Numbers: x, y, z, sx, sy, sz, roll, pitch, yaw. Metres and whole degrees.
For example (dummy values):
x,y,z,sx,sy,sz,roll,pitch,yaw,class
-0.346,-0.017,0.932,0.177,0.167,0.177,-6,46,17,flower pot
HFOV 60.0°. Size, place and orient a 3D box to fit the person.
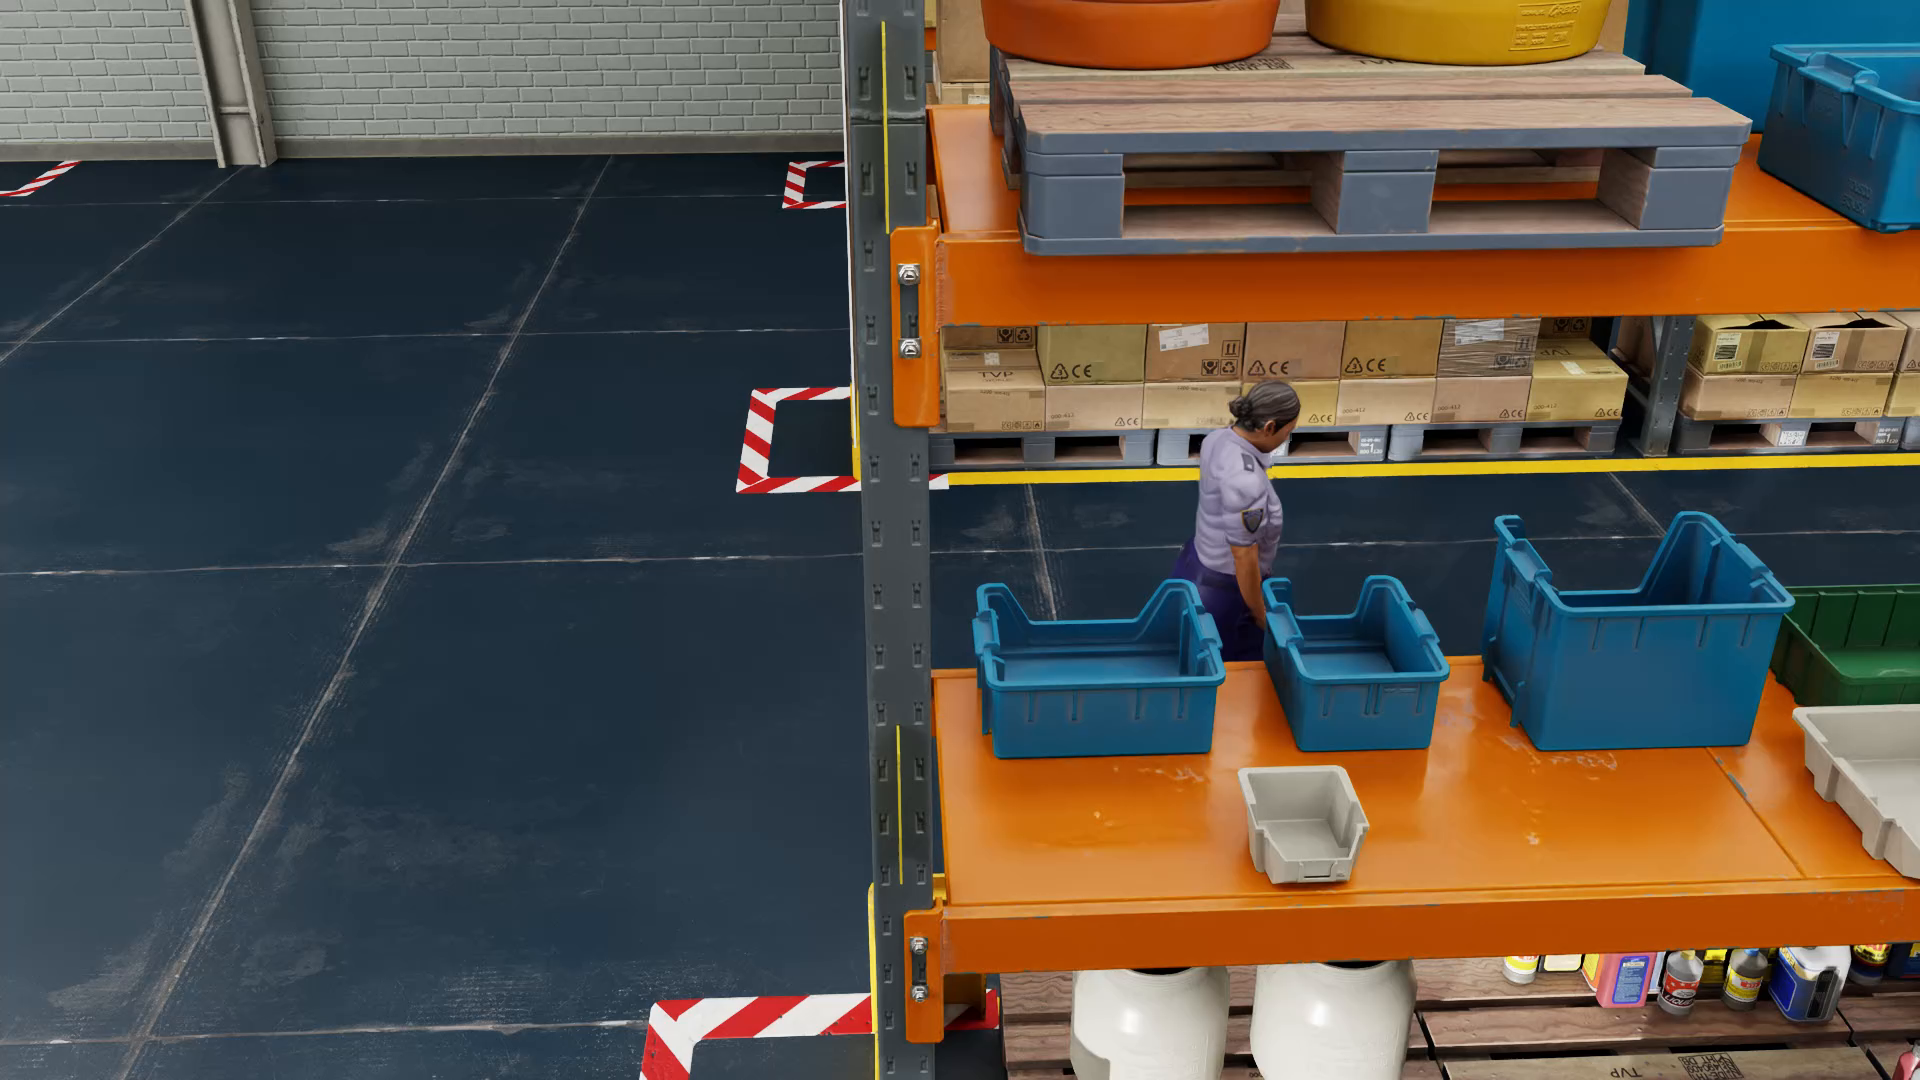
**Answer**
x,y,z,sx,sy,sz,roll,pitch,yaw,class
1.120,0.497,5.962,0.905,0.933,0.506,-3,28,-5,person
